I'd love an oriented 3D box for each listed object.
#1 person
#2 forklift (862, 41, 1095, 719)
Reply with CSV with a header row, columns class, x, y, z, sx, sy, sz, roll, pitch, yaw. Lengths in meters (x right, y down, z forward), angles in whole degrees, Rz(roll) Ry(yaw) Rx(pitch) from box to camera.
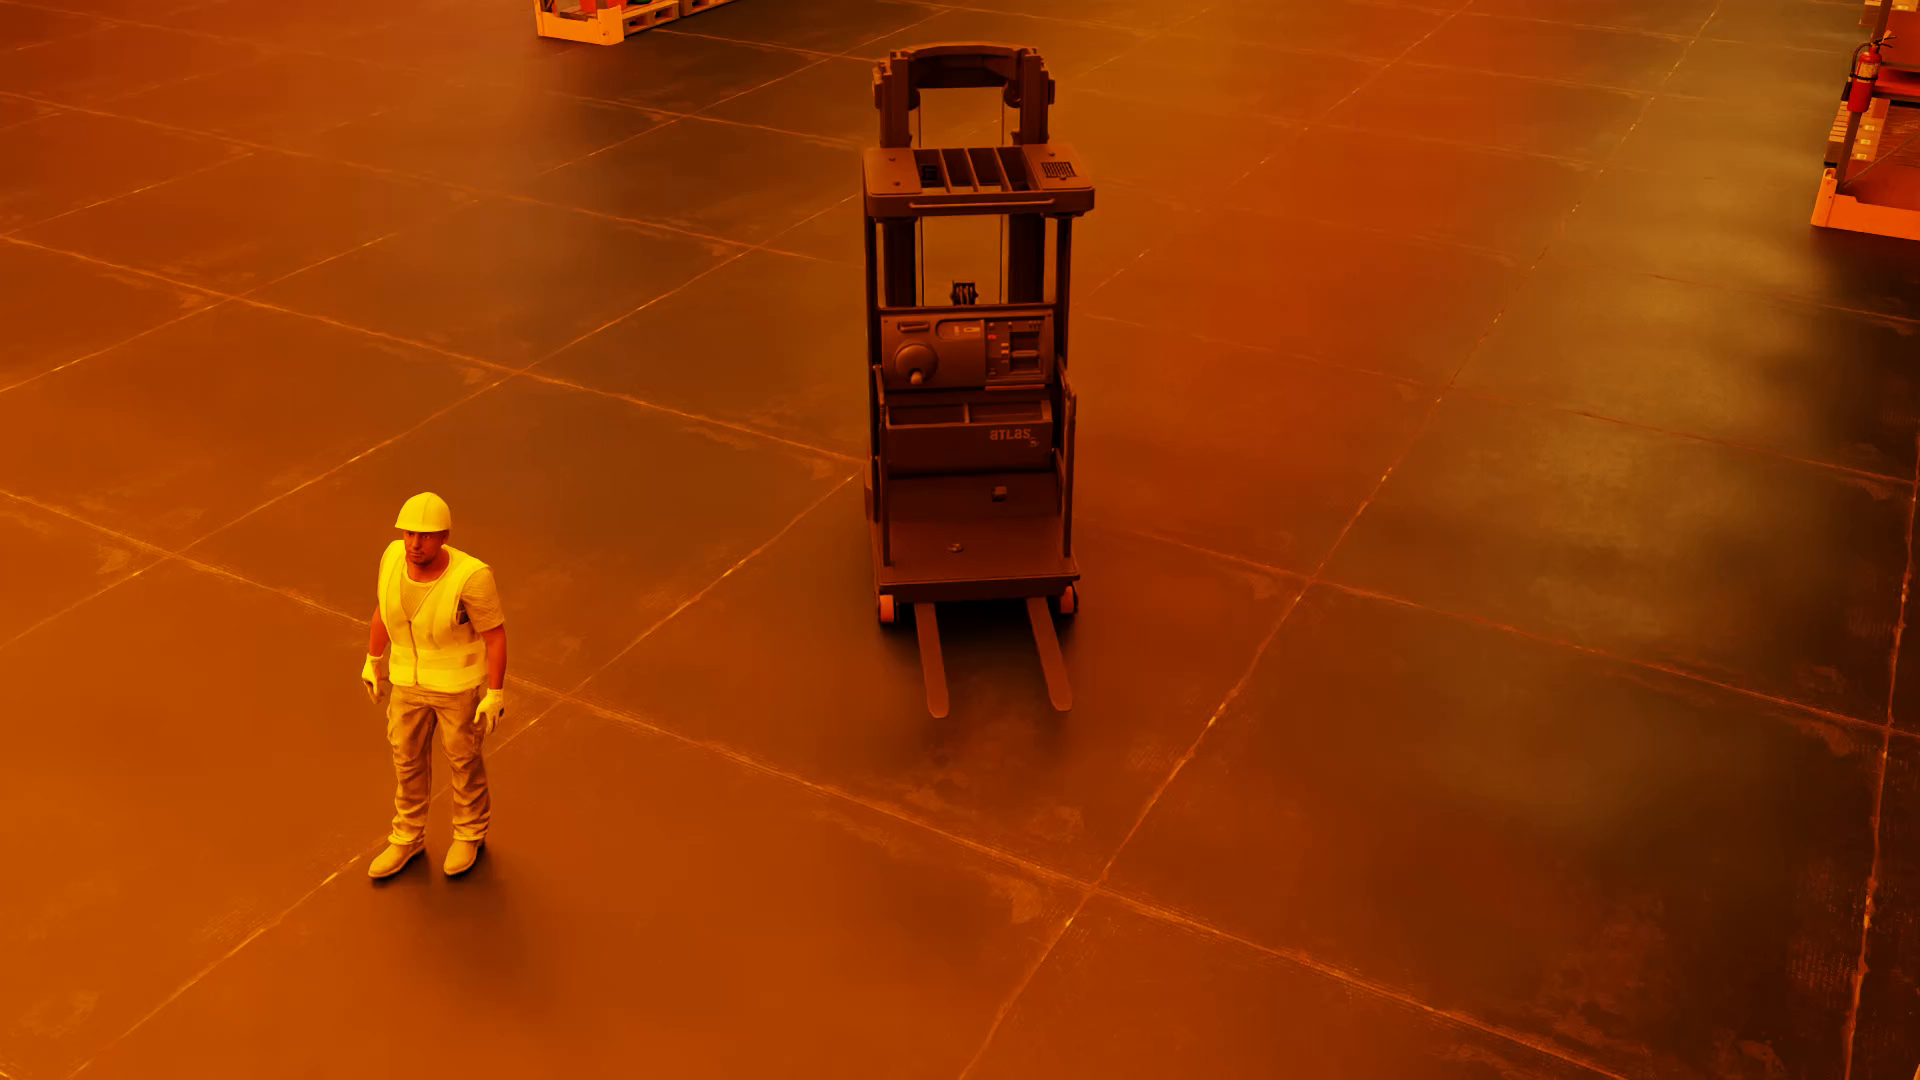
class,x,y,z,sx,sy,sz,roll,pitch,yaw
person,-2.265,0.644,7.089,0.656,1.781,0.577,8,31,14
forklift,0.065,-0.982,8.772,1.130,2.935,3.031,-3,30,-5
